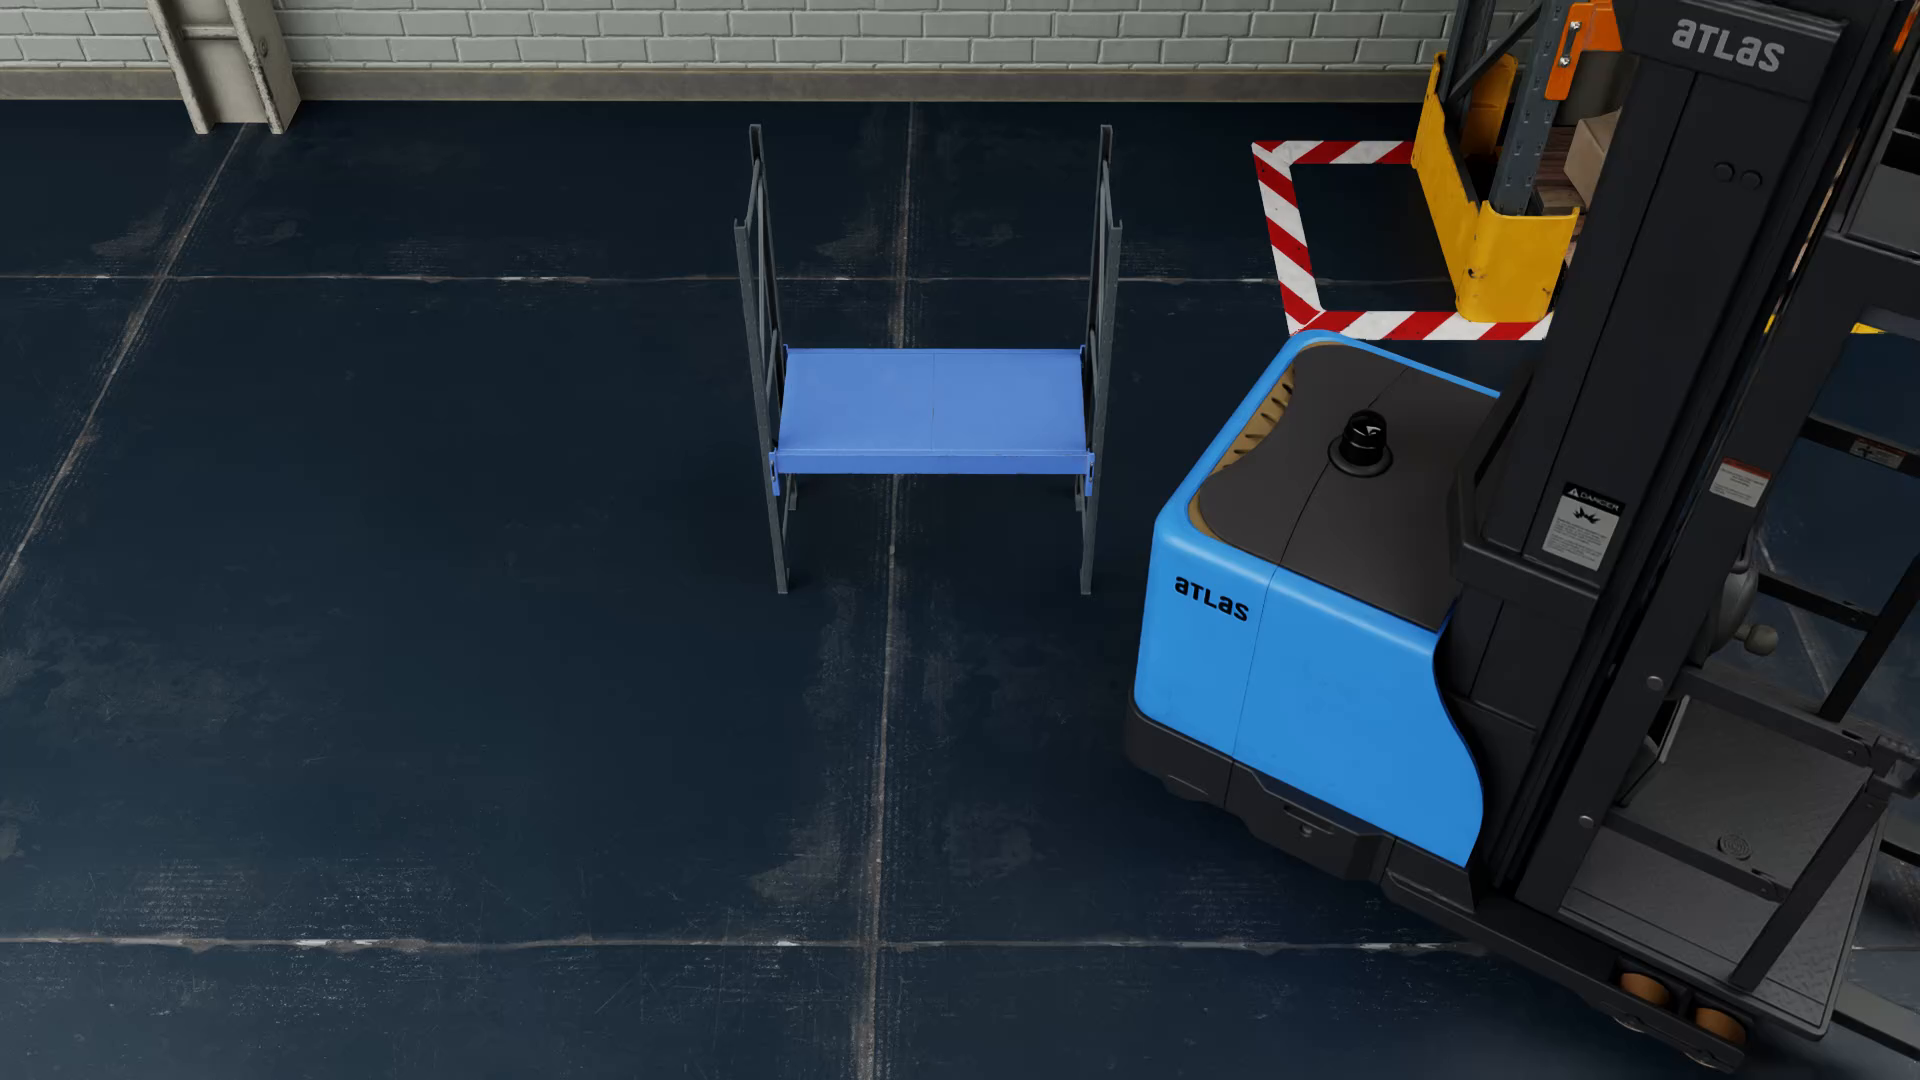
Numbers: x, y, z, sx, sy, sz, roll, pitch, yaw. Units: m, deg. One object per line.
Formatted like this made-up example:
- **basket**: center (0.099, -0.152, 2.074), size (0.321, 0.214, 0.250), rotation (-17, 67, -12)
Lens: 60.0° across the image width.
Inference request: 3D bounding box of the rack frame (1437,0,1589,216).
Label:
- **rack frame**: center (2.073, -2.306, 5.848), size (0.127, 3.000, 1.000), rotation (0, 47, 0)

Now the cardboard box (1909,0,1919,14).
- **cardboard box**: center (3.079, -2.037, 5.686), size (0.500, 0.250, 0.500), rotation (-1, 47, -1)

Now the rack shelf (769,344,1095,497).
- **rack shelf**: center (-0.085, -0.389, 5.333), size (1.000, 0.185, 0.538), rotation (0, 47, 0)

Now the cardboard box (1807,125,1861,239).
- **cardboard box**: center (3.335, -1.471, 6.606), size (0.500, 0.311, 0.500), rotation (4, 47, 3)

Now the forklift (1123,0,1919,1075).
- **forklift**: center (2.020, -0.042, 3.787), size (3.031, 2.935, 1.130), rotation (24, 52, 21)

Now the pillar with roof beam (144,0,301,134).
- **pillar with roof beam**: center (-3.239, -1.847, 1.321), size (0.400, 9.000, 9.100), rotation (0, 47, 0)

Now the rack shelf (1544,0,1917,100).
- **rack shelf**: center (4.073, -2.056, 6.106), size (4.000, 0.370, 1.077), rotation (0, 47, 0)

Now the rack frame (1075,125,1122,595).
- **rack frame**: center (0.423, -0.510, 5.200), size (0.032, 1.500, 0.500), rotation (0, 47, 0)

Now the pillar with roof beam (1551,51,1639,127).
- **pillar with roof beam**: center (2.760, -1.831, 1.306), size (0.400, 9.000, 9.100), rotation (0, 47, 0)

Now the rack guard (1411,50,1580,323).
- **rack guard**: center (2.149, -1.455, 6.762), size (0.348, 0.500, 1.175), rotation (0, 47, 0)

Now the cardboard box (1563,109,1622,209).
- **cardboard box**: center (2.765, -1.473, 6.608), size (0.500, 0.311, 0.500), rotation (-5, 47, -4)

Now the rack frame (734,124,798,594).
- **rack frame**: center (-0.594, -0.513, 5.203), size (0.032, 1.500, 0.500), rotation (0, 47, 0)

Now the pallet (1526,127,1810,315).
- **pallet**: center (2.962, -1.328, 6.842), size (1.213, 0.211, 1.003), rotation (0, 47, 0)

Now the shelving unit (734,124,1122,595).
- **shelving unit**: center (-0.085, -0.511, 5.201), size (1.048, 1.500, 0.538), rotation (0, 47, 0)
